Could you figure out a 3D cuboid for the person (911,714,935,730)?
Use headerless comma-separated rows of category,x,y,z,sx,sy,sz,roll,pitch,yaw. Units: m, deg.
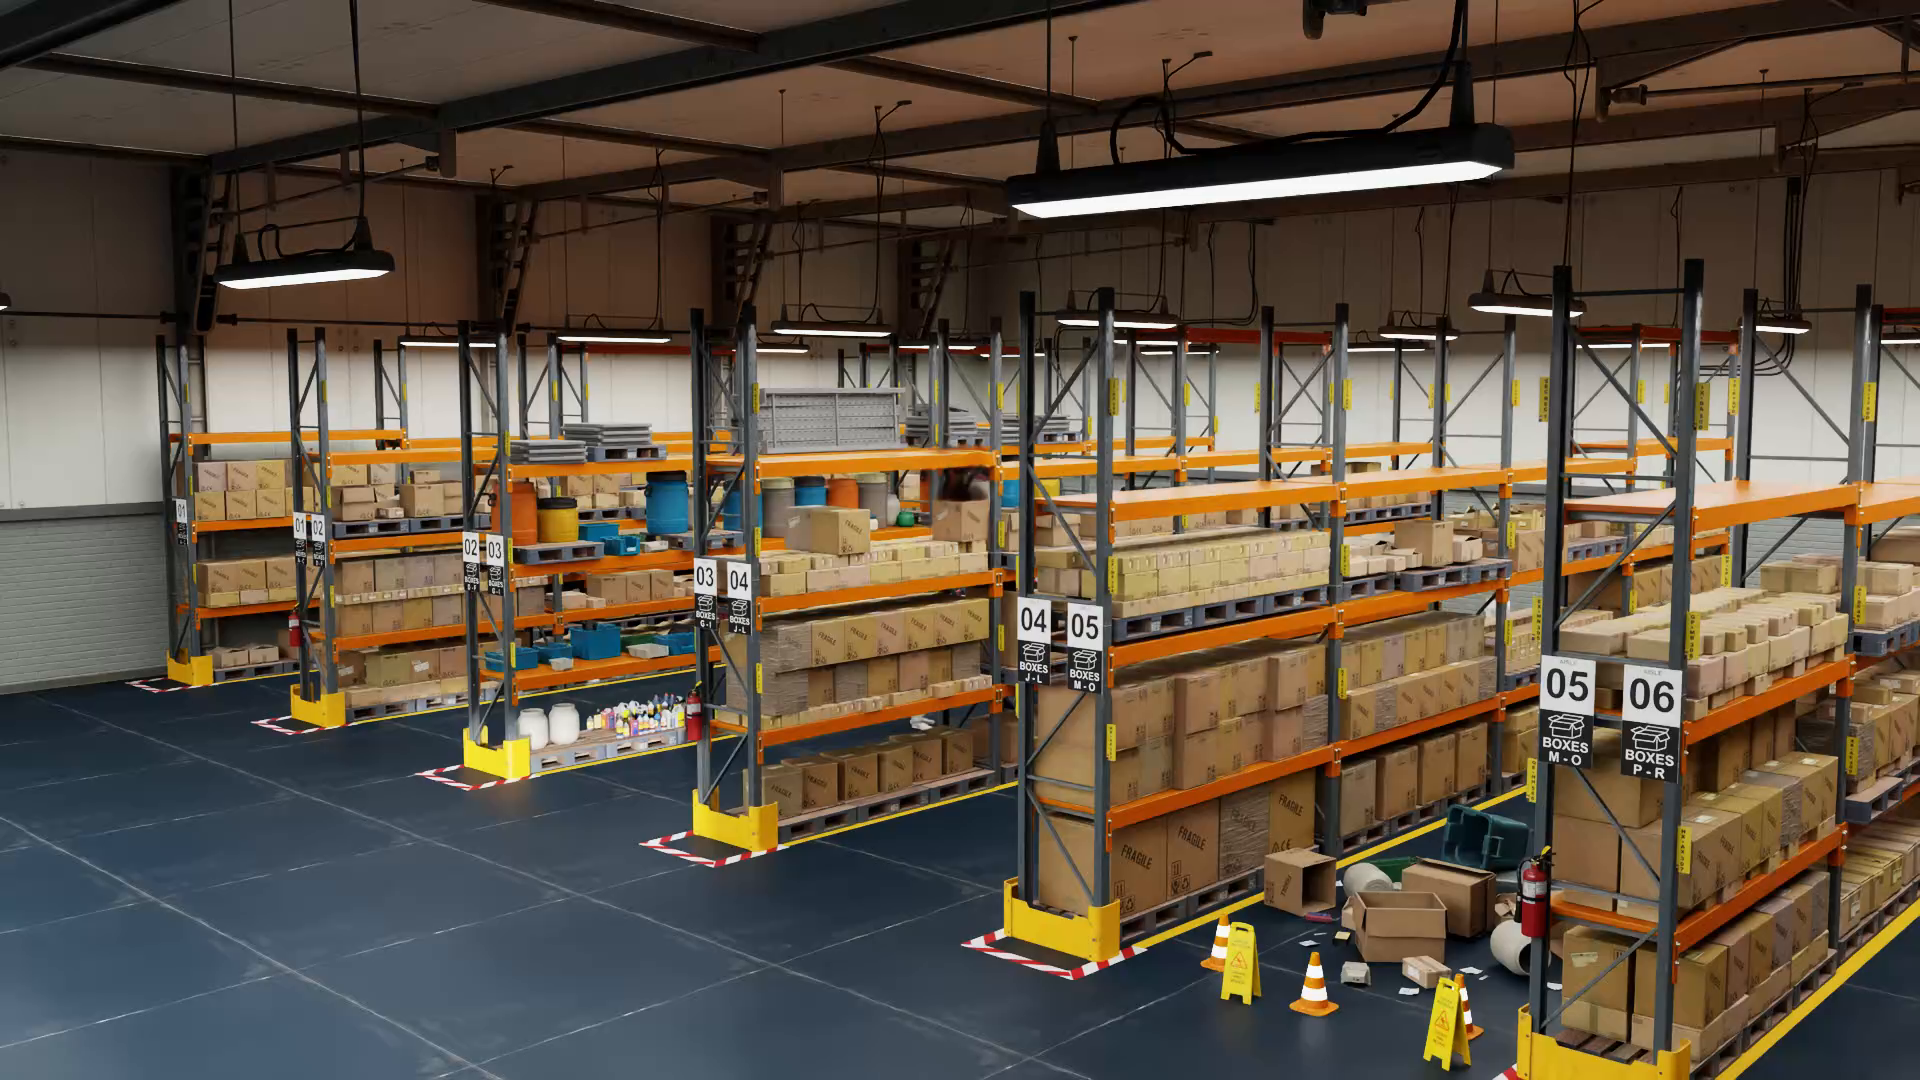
person,-0.517,1.934,24.993,0.601,1.771,0.627,-5,7,-42

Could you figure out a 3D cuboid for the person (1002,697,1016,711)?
person,0.676,2.077,24.631,0.432,1.542,0.823,5,7,42

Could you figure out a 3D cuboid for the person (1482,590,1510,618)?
person,9.436,1.578,29.298,0.488,1.645,0.511,2,6,24
